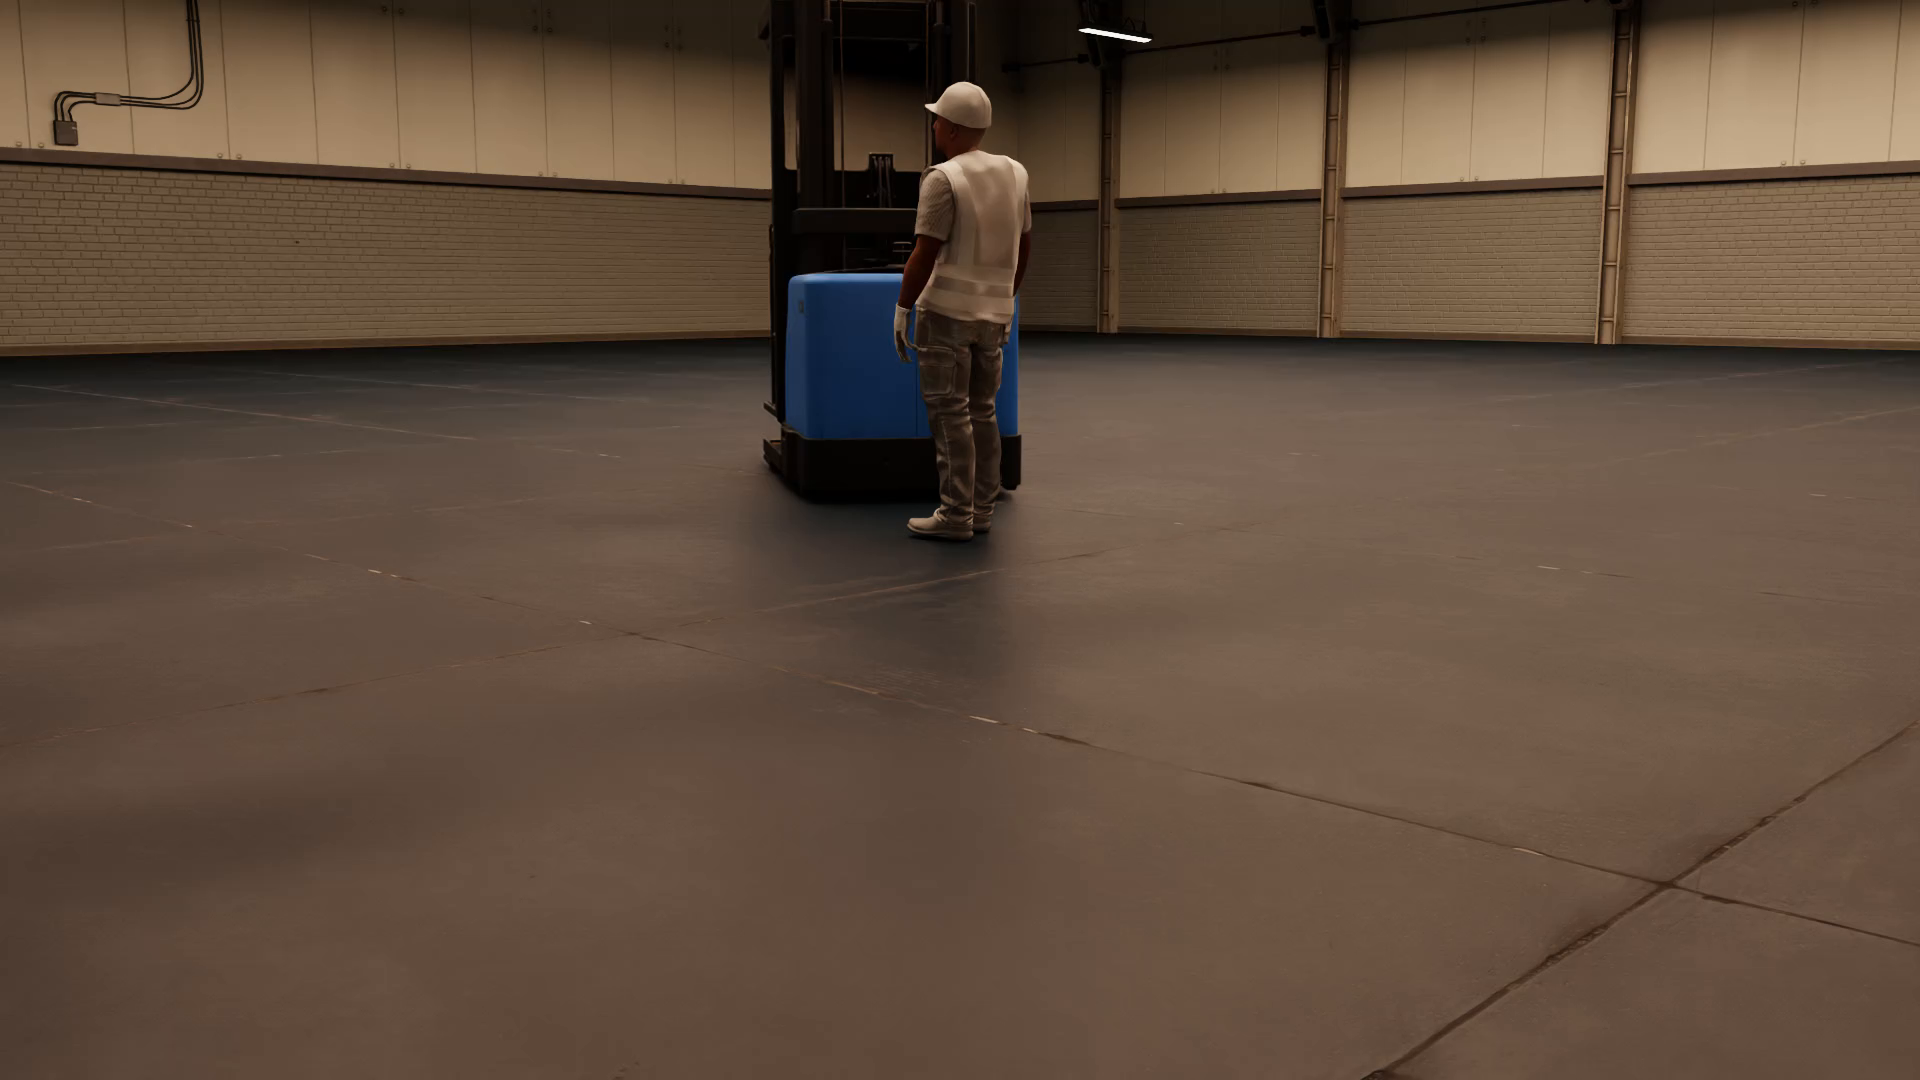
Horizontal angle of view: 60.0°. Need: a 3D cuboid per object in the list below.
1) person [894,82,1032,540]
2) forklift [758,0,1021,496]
[{"bbox_3d":[-0.046,-0.897,6.639,0.577,1.781,0.656,8,12,43],"label":"person"},{"bbox_3d":[-0.507,-1.841,9.103,1.130,2.935,3.031,-2,9,-12],"label":"forklift"}]
